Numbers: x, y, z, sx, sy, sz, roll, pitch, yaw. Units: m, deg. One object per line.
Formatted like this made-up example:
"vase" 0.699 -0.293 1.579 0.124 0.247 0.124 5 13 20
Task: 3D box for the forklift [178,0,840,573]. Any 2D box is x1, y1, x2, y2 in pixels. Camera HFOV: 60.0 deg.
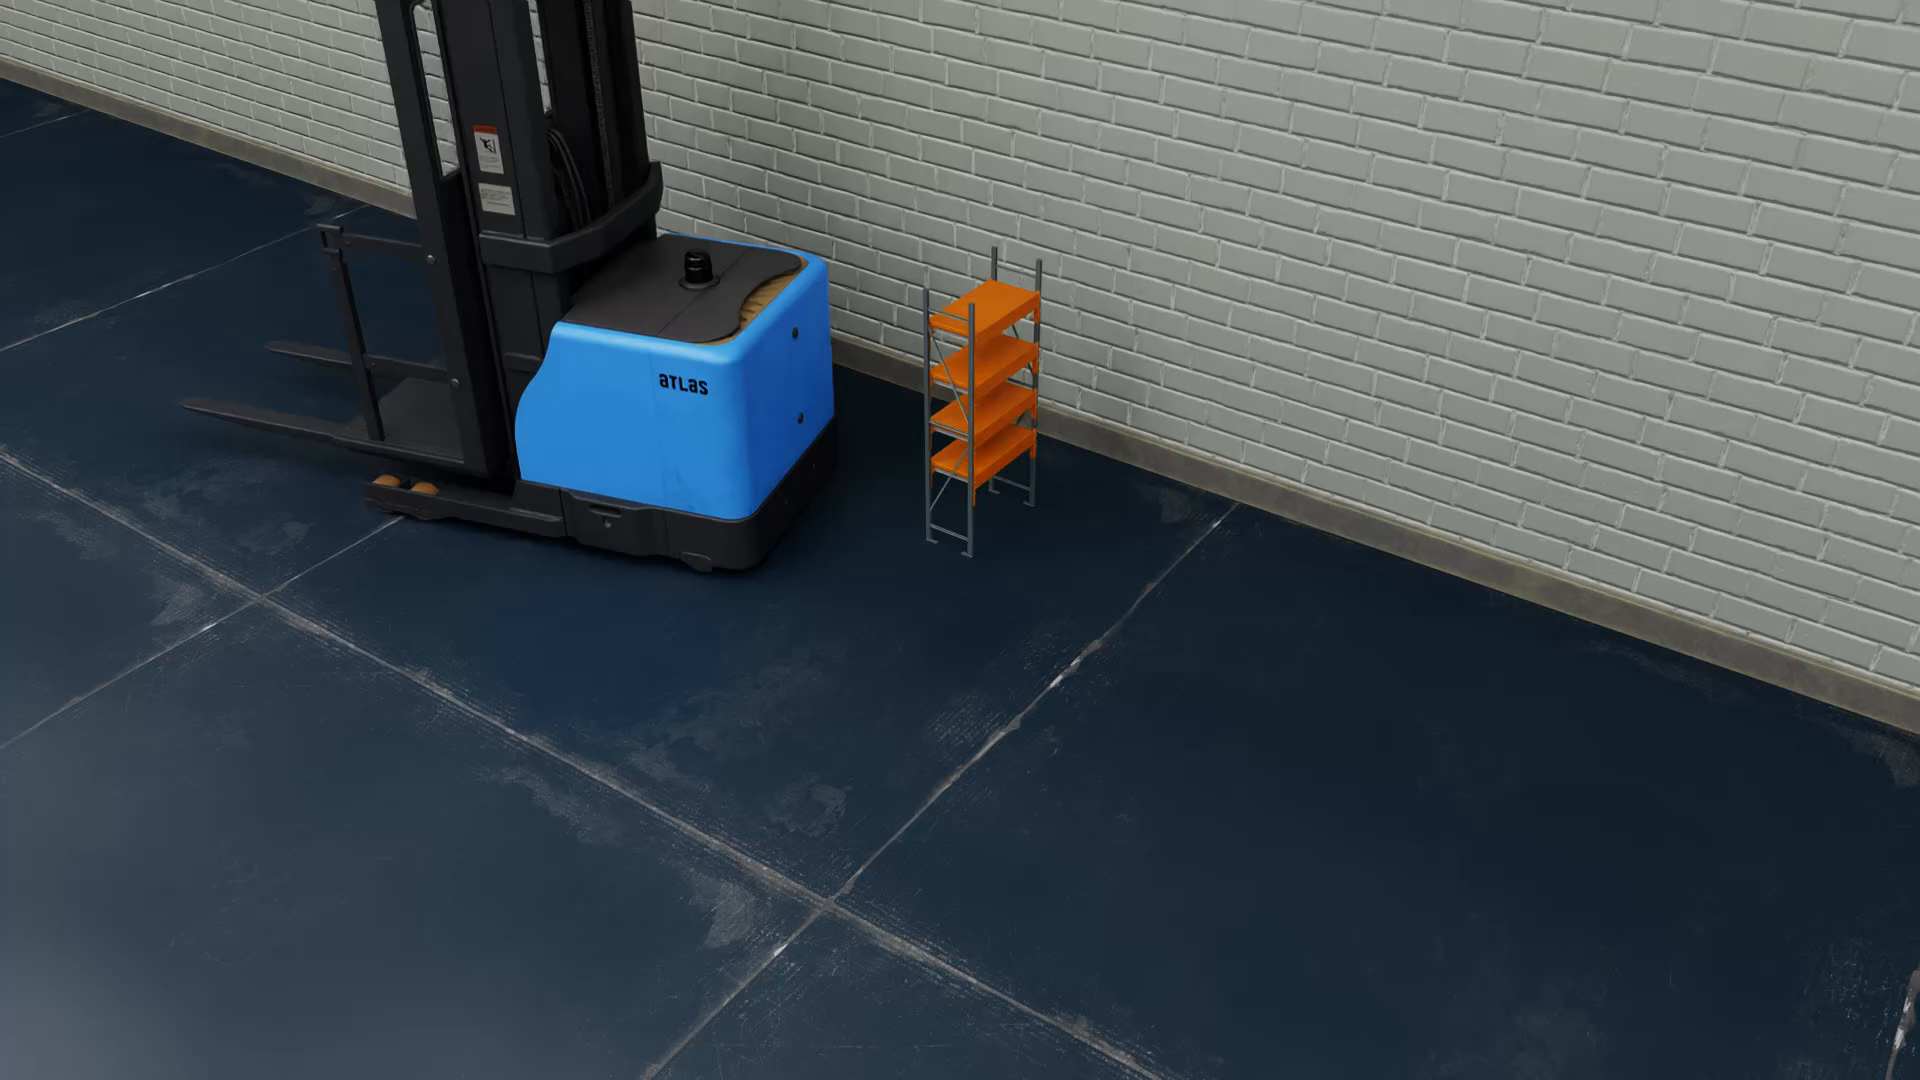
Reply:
"forklift" -2.128 -1.568 6.952 3.031 2.935 1.130 11 36 16

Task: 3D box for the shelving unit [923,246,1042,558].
"shelving unit" 0.094 -0.573 7.027 0.258 1.200 0.503 21 39 28

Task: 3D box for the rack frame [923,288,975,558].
"rack frame" -0.045 -0.461 6.860 0.240 1.200 0.015 21 39 28

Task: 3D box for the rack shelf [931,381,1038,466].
"rack shelf" 0.094 -0.517 7.064 0.258 0.148 0.480 21 39 28

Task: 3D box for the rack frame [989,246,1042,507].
"rack frame" 0.234 -0.685 7.193 0.240 1.200 0.015 21 39 28

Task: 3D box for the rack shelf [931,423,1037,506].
"rack shelf" 0.094 -0.353 7.175 0.258 0.148 0.480 21 39 28

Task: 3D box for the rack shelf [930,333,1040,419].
"rack shelf" 0.094 -0.703 6.939 0.258 0.148 0.480 21 39 28

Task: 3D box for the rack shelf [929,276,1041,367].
"rack shelf" 0.094 -0.899 6.806 0.258 0.148 0.480 21 39 28
